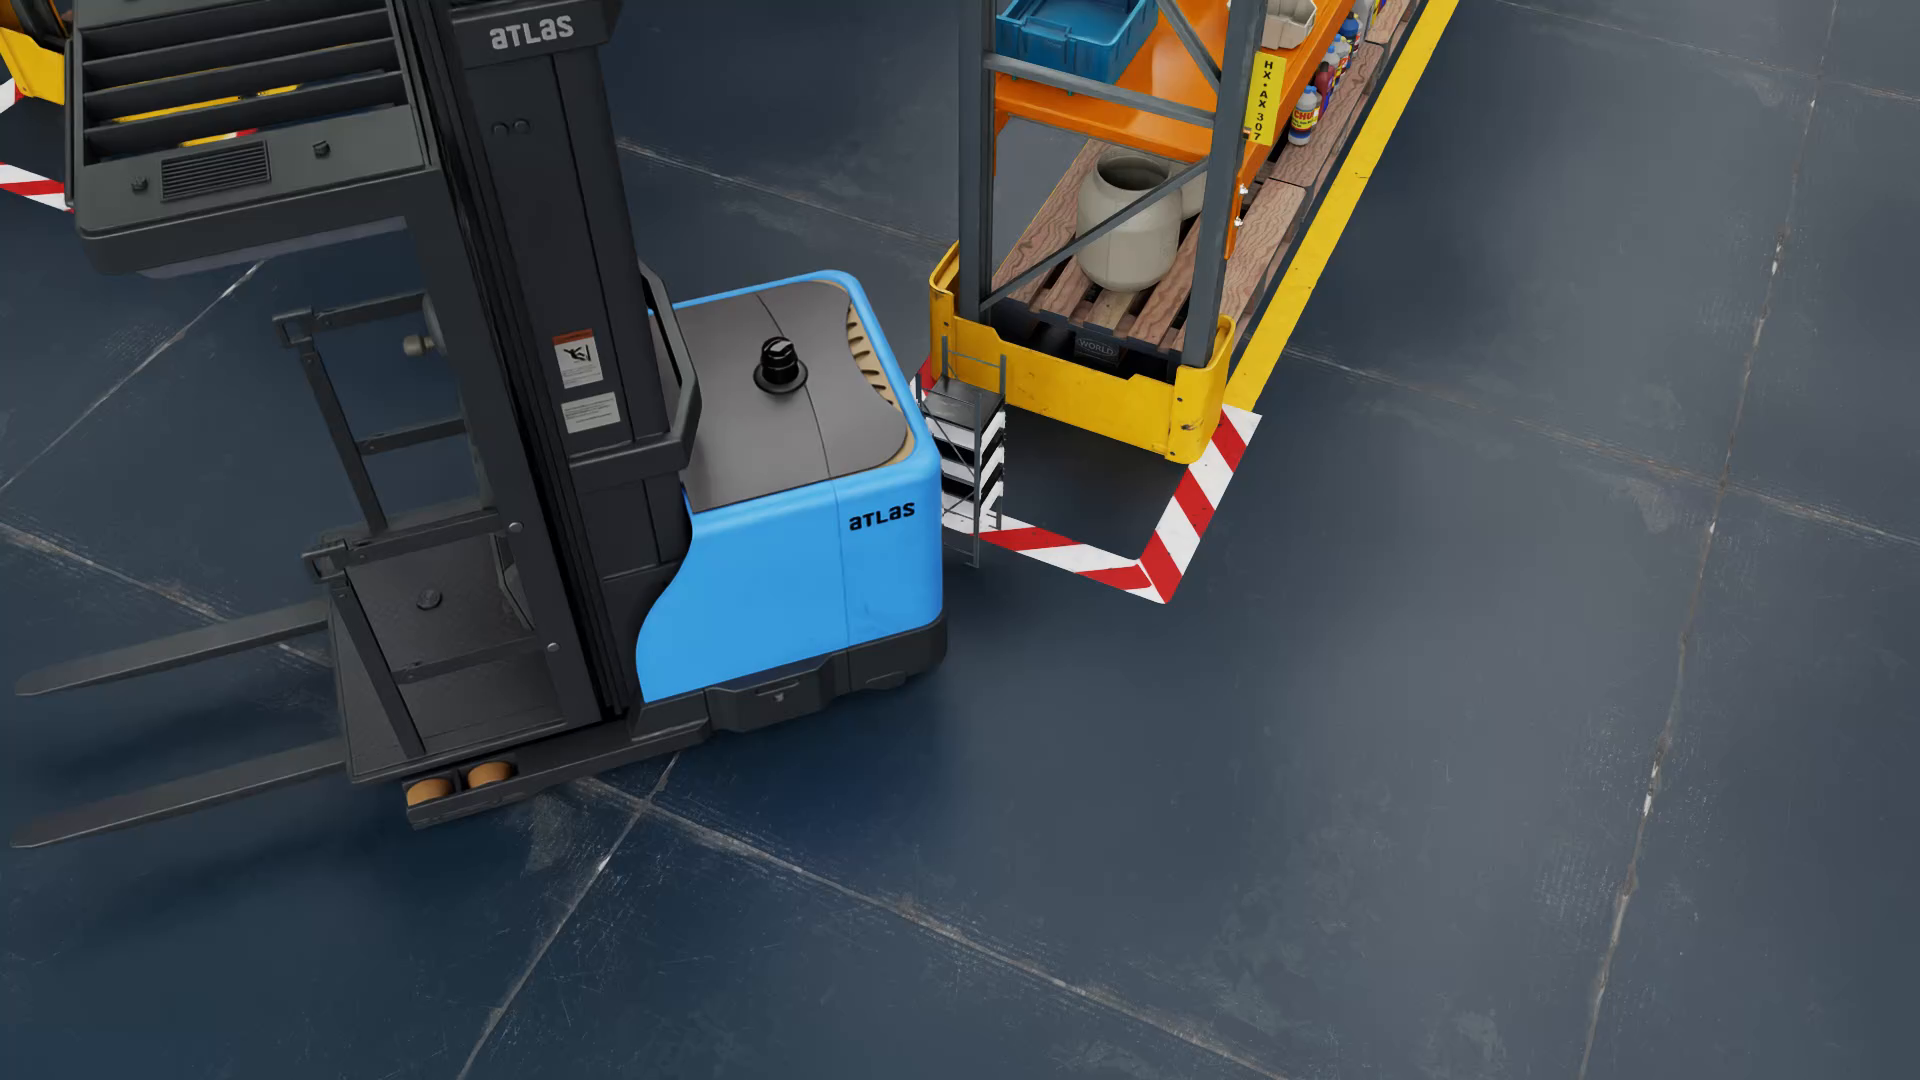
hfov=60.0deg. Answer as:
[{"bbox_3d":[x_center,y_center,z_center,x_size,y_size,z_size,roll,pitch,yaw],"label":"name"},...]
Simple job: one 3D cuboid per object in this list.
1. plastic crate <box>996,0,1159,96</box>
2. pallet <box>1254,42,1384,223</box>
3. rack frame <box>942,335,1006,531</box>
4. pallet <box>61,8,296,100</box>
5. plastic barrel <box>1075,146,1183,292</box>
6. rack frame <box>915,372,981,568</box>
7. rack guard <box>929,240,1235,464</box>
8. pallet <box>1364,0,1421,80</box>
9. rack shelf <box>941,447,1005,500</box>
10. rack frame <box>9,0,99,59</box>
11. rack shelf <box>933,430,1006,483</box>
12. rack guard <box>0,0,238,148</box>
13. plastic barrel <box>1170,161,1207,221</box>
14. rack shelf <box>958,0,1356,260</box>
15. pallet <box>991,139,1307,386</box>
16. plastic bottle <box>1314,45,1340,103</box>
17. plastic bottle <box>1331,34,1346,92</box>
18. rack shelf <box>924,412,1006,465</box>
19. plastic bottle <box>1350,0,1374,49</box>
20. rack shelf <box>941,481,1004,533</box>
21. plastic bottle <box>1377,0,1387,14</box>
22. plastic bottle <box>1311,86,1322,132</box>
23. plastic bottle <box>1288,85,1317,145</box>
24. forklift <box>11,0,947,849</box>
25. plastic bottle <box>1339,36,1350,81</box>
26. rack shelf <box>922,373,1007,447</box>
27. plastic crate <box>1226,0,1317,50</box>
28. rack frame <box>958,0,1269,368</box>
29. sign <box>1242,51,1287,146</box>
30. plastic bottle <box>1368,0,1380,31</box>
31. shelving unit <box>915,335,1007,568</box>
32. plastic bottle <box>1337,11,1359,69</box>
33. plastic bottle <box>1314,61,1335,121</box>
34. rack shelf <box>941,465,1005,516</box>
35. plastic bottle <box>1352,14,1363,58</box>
[{"bbox_3d":[0.415,-1.887,5.984,0.499,0.251,0.616,20,52,16],"label":"plastic crate"},{"bbox_3d":[1.336,-2.052,7.857,1.003,0.211,1.213,20,52,16],"label":"pallet"},{"bbox_3d":[0.047,-0.367,5.971,0.240,0.900,0.006,20,52,16],"label":"rack frame"},{"bbox_3d":[-3.717,-2.744,8.446,1.003,0.211,1.213,20,52,16],"label":"pallet"},{"bbox_3d":[0.683,-1.301,6.745,0.421,0.512,0.421,0,50,0],"label":"plastic barrel"},{"bbox_3d":[-0.040,-0.227,5.852,0.240,0.900,0.006,20,52,16],"label":"rack frame"},{"bbox_3d":[0.461,-0.751,6.561,1.175,0.500,0.348,20,52,16],"label":"rack guard"},{"bbox_3d":[1.856,-2.895,8.575,1.003,0.211,1.213,20,52,16],"label":"pallet"},{"bbox_3d":[0.003,-0.276,5.937,0.258,0.077,0.200,20,52,16],"label":"rack shelf"},{"bbox_3d":[-4.006,-3.107,6.925,1.000,3.000,0.127,20,52,16],"label":"rack frame"},{"bbox_3d":[0.003,-0.334,5.869,0.258,0.077,0.200,20,52,16],"label":"rack shelf"},{"bbox_3d":[-4.016,-2.281,7.862,1.175,0.500,0.348,20,52,16],"label":"rack guard"},{"bbox_3d":[0.898,-1.646,7.039,0.421,0.512,0.421,0,50,0],"label":"plastic barrel"},{"bbox_3d":[1.326,-2.637,6.997,1.077,0.370,4.000,20,52,16],"label":"rack shelf"},{"bbox_3d":[0.813,-1.215,7.145,1.003,0.211,1.213,20,52,16],"label":"pallet"},{"bbox_3d":[1.674,-2.135,7.599,0.097,0.271,0.097,0,50,0],"label":"plastic bottle"},{"bbox_3d":[1.717,-2.204,7.658,0.097,0.271,0.097,0,50,0],"label":"plastic bottle"},{"bbox_3d":[0.003,-0.392,5.800,0.258,0.077,0.200,20,52,16],"label":"rack shelf"},{"bbox_3d":[1.873,-2.505,7.912,0.152,0.276,0.135,21,53,17],"label":"plastic bottle"},{"bbox_3d":[0.003,-0.159,6.074,0.258,0.077,0.200,20,52,16],"label":"rack shelf"},{"bbox_3d":[2.052,-2.715,8.085,0.061,0.283,0.133,23,53,18],"label":"plastic bottle"},{"bbox_3d":[1.572,-1.947,7.486,0.097,0.201,0.097,0,50,0],"label":"plastic bottle"},{"bbox_3d":[1.528,-1.899,7.399,0.097,0.271,0.097,0,50,0],"label":"plastic bottle"},{"bbox_3d":[-1.618,-0.472,4.727,3.031,2.935,1.130,-15,51,-12],"label":"forklift"},{"bbox_3d":[1.759,-2.249,7.743,0.097,0.201,0.097,0,50,0],"label":"plastic bottle"},{"bbox_3d":[0.003,-0.450,5.732,0.258,0.077,0.200,20,52,16],"label":"rack shelf"},{"bbox_3d":[1.145,-1.919,6.087,0.298,0.136,0.250,20,52,16],"label":"plastic crate"},{"bbox_3d":[0.471,-1.493,5.551,1.000,3.000,0.127,20,52,16],"label":"rack frame"},{"bbox_3d":[0.967,-1.401,5.291,0.100,0.325,0.005,20,52,16],"label":"sign"},{"bbox_3d":[1.946,-2.640,7.977,0.144,0.351,0.185,19,52,16],"label":"plastic bottle"},{"bbox_3d":[0.003,-0.297,5.912,0.258,0.900,0.210,20,52,16],"label":"shelving unit"},{"bbox_3d":[1.803,-2.343,7.777,0.097,0.271,0.097,0,50,0],"label":"plastic bottle"},{"bbox_3d":[1.641,-2.052,7.522,0.061,0.283,0.133,21,53,17],"label":"plastic bottle"},{"bbox_3d":[0.003,-0.217,6.006,0.258,0.077,0.200,20,52,16],"label":"rack shelf"},{"bbox_3d":[1.847,-2.391,7.863,0.097,0.201,0.097,0,50,0],"label":"plastic bottle"}]
